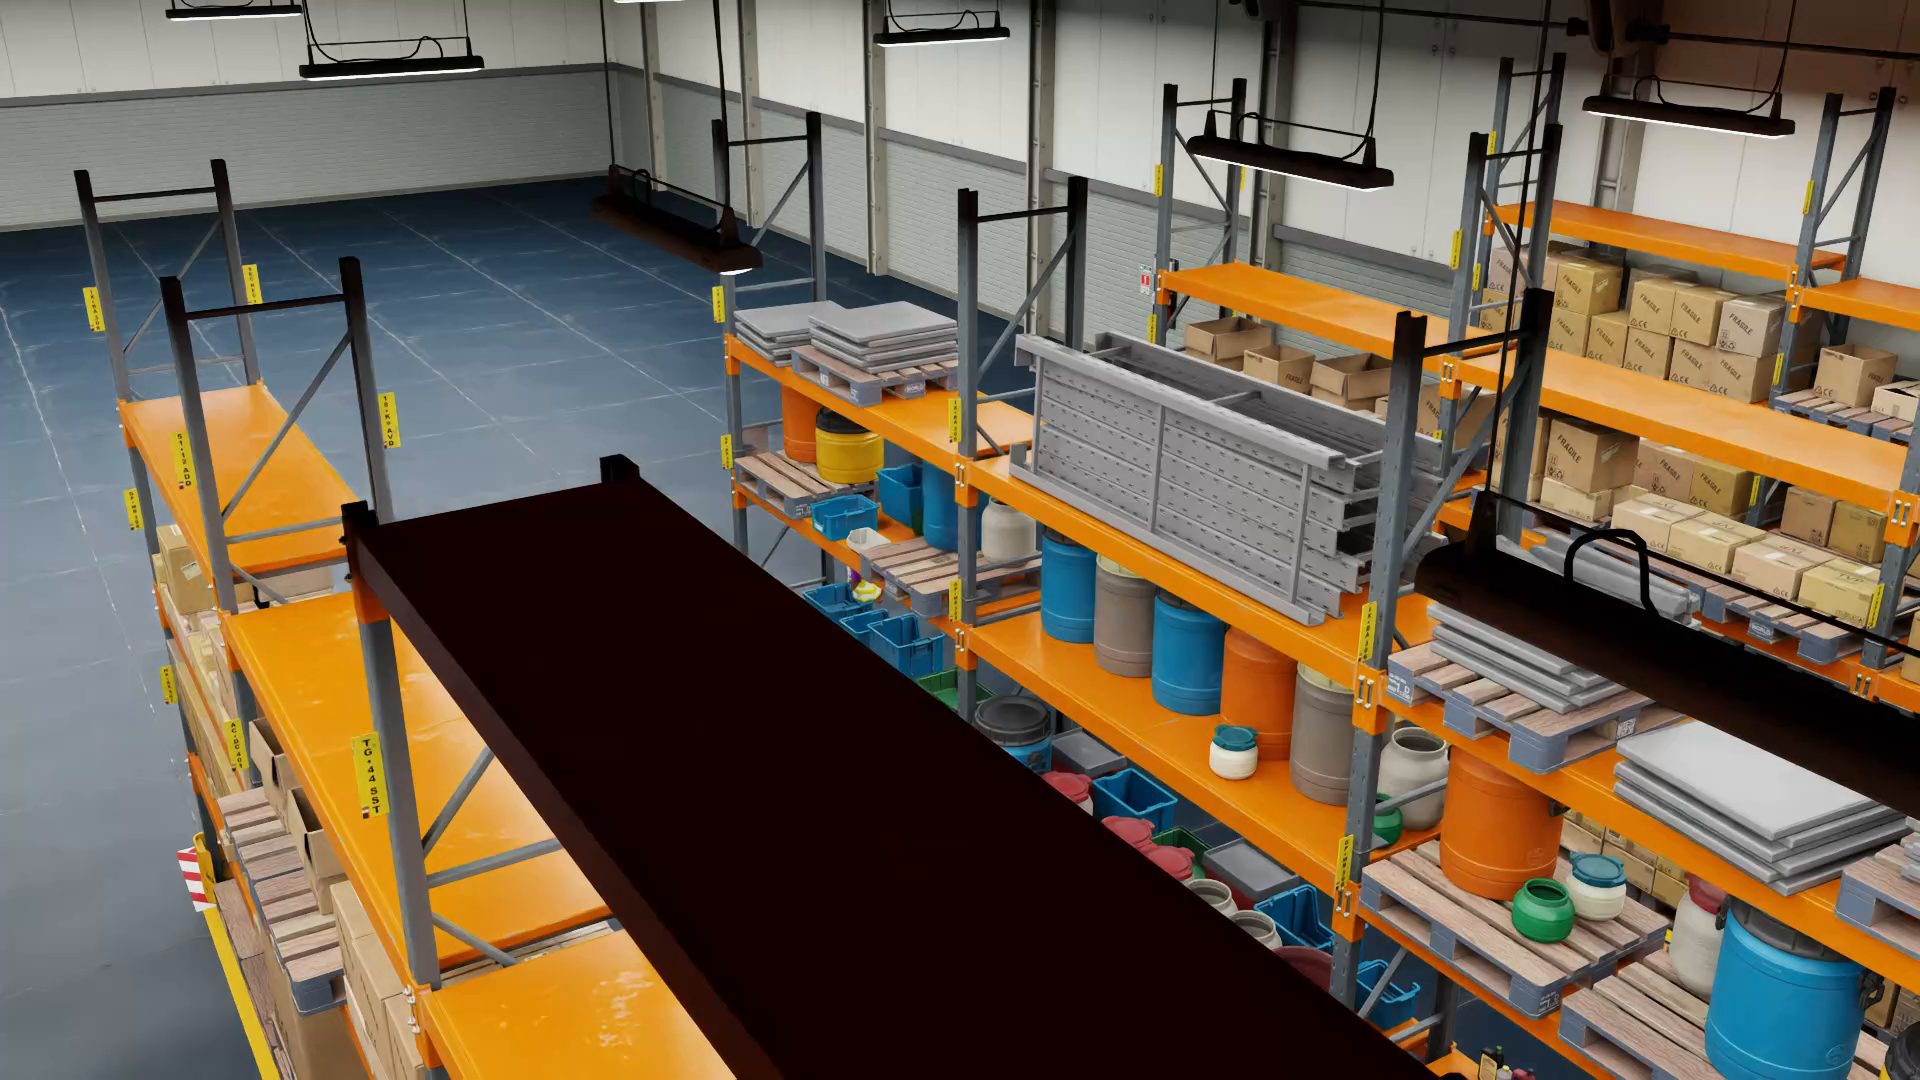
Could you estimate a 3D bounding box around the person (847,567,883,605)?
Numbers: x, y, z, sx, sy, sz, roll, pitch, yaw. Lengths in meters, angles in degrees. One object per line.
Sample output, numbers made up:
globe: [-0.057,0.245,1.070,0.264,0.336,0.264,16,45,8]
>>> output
person: [-1.188,0.563,17.680,0.822,1.748,0.599,8,23,20]
